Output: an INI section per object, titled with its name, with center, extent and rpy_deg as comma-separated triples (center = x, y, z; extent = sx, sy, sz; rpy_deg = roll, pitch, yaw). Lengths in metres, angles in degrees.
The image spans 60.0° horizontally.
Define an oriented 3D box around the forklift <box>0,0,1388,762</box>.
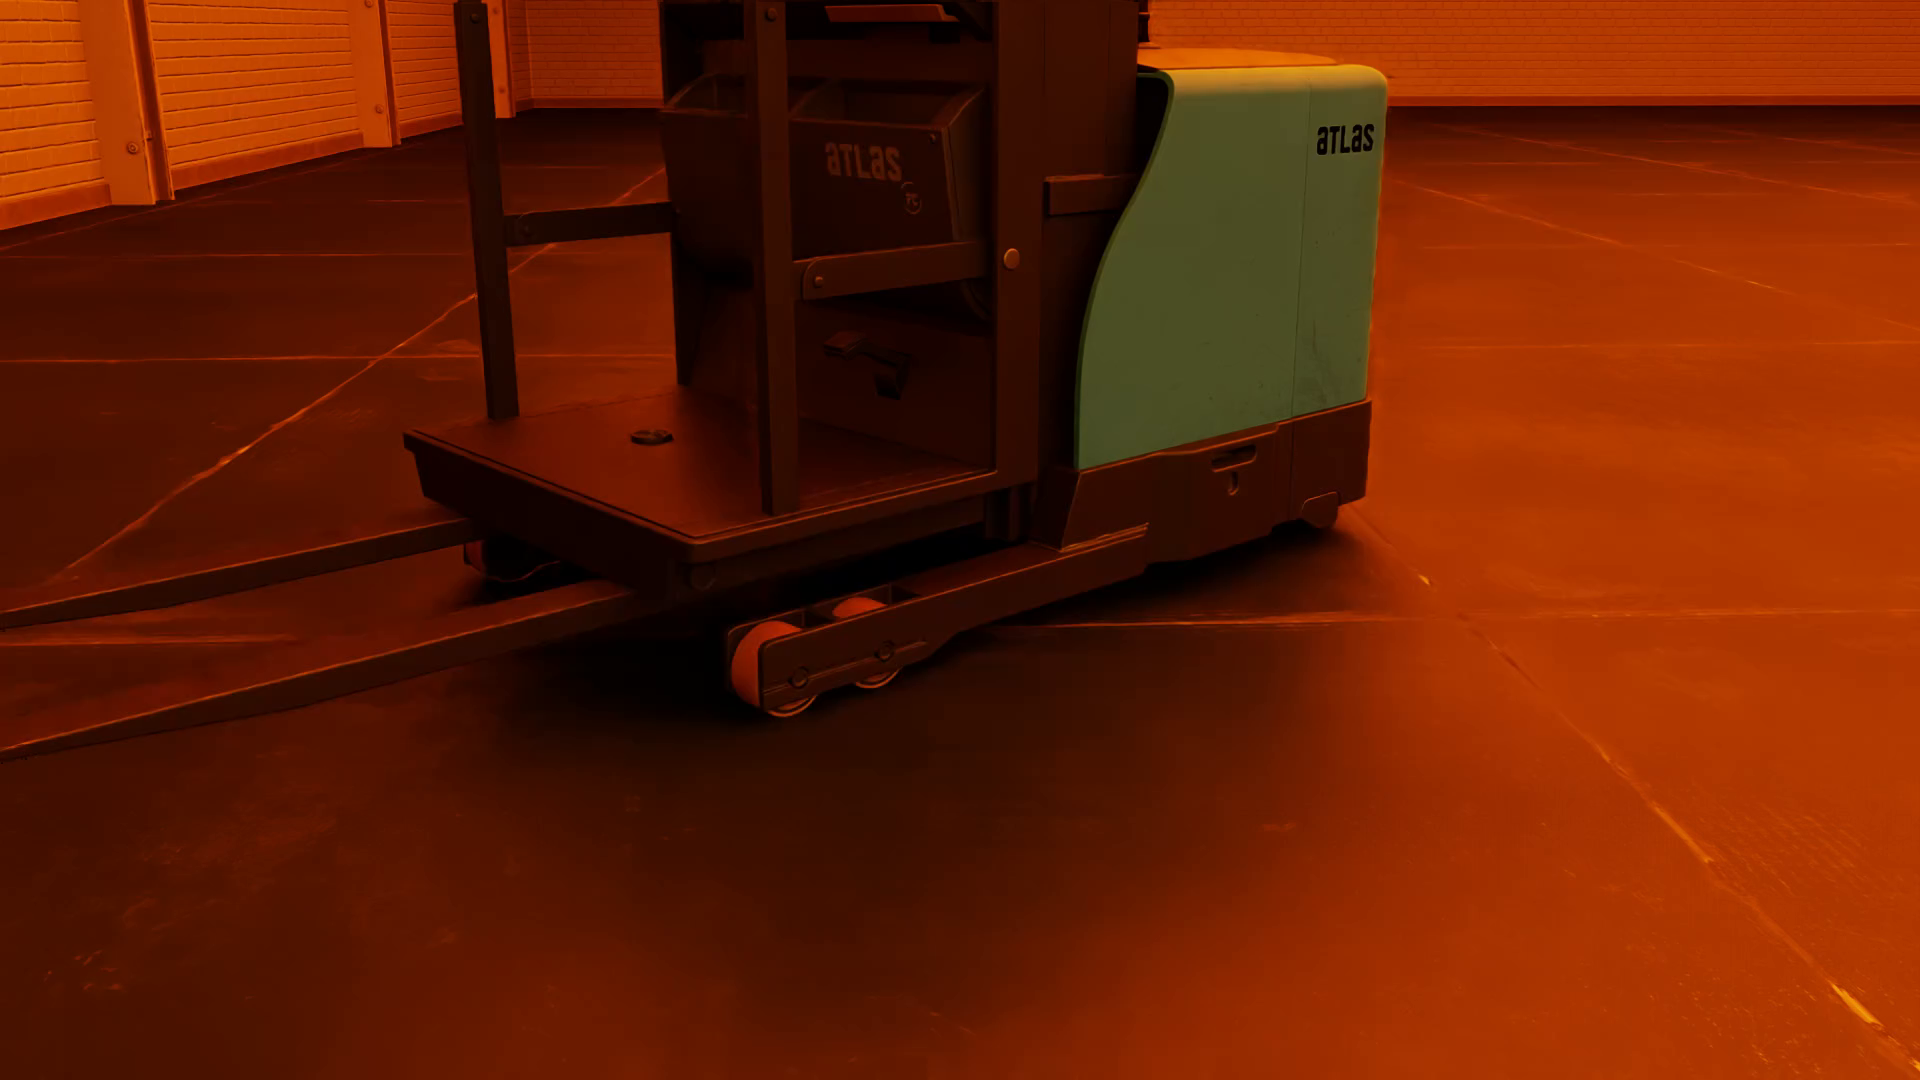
[forklift]
center = -0.444, -1.263, 3.038
extent = 3.031, 2.935, 1.130
rpy_deg = -15, 22, -40
